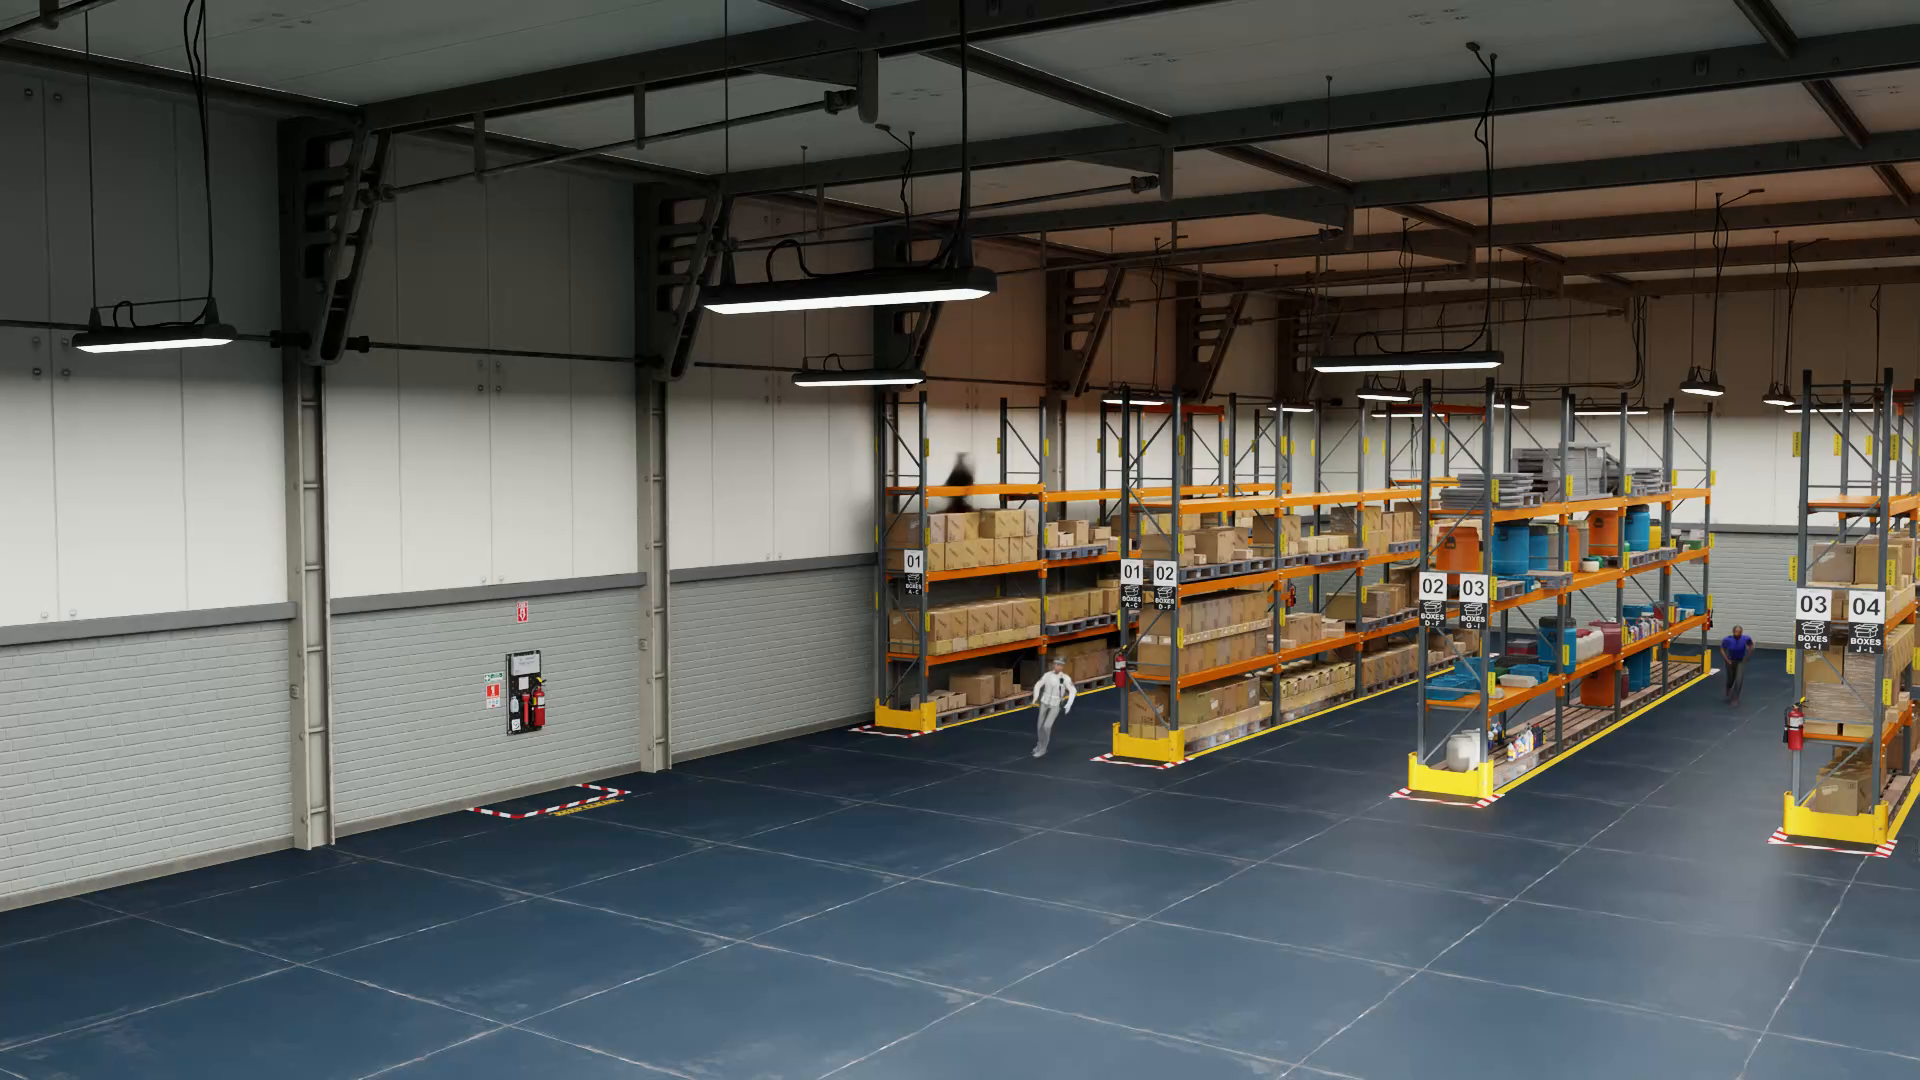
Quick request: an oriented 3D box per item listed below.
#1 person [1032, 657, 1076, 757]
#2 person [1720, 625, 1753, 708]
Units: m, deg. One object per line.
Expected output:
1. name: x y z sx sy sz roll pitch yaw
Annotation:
1. person: 1.459 2.701 27.056 0.673 1.628 0.624 2 4 32
2. person: 15.136 2.431 32.476 0.602 1.617 0.960 1 3 13
